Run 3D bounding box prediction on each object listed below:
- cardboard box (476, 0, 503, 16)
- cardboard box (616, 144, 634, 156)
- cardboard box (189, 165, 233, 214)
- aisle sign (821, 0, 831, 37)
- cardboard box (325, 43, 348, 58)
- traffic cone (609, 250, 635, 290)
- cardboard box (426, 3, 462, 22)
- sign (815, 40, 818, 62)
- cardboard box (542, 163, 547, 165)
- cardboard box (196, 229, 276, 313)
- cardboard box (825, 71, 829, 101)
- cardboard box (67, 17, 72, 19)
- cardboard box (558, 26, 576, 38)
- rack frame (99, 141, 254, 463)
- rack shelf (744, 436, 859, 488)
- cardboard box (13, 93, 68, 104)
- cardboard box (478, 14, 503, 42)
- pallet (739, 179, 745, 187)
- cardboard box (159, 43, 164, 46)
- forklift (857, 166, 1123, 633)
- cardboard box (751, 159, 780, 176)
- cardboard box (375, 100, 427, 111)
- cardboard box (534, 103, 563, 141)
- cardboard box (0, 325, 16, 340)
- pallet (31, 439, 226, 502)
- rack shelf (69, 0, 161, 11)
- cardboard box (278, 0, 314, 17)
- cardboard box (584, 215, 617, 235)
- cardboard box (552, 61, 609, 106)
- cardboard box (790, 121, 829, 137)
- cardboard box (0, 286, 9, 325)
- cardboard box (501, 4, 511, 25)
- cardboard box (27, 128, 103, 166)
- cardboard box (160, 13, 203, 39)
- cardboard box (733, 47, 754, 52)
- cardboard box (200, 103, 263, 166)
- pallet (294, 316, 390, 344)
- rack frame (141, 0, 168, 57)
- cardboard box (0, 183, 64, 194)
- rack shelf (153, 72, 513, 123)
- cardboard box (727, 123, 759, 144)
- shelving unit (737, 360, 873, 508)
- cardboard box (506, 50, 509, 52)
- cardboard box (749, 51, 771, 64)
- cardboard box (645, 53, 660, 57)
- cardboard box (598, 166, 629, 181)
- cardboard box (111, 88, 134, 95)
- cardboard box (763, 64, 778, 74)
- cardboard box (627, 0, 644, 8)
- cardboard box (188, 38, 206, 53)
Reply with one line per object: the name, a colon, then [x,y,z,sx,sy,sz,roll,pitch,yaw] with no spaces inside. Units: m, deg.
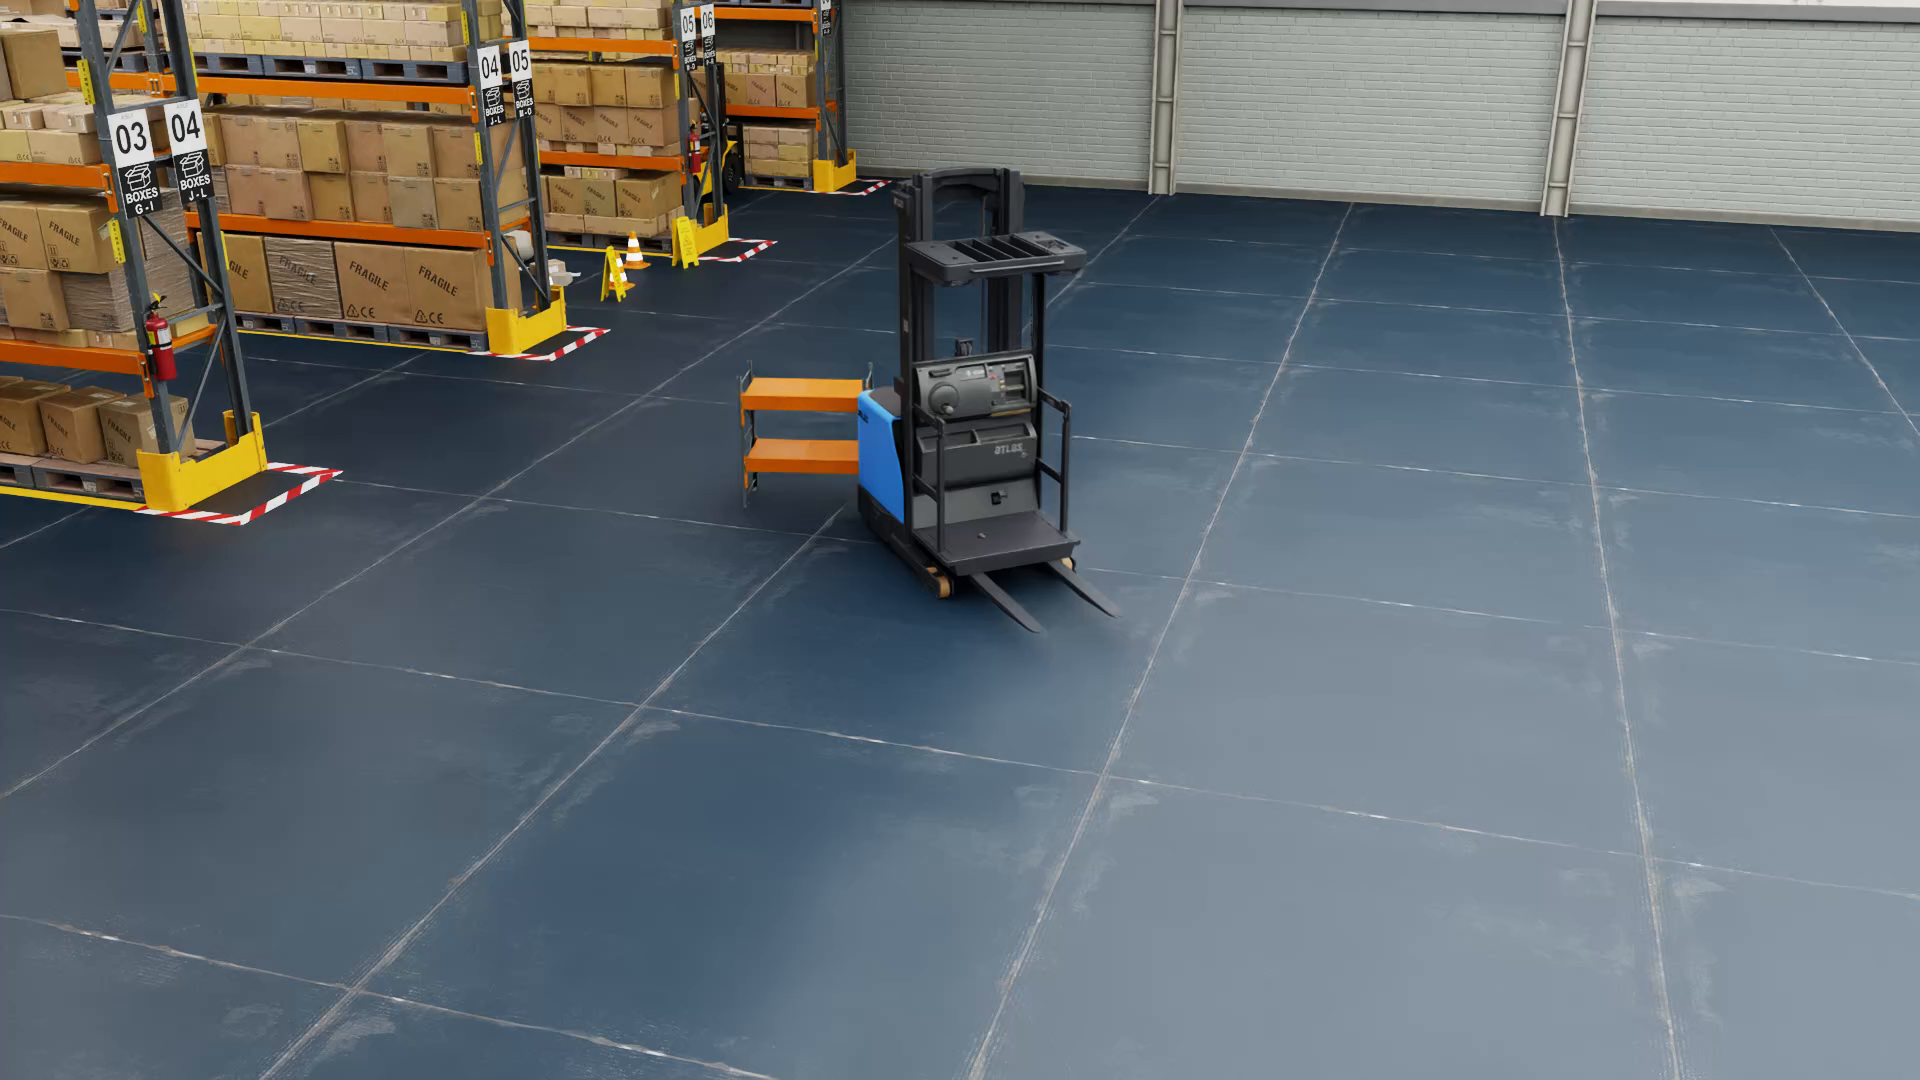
cardboard box: [-5.073,-5.659,17.660,0.250,0.149,0.380,7,23,16]
cardboard box: [-4.446,-5.305,22.487,0.250,0.149,0.380,6,23,15]
cardboard box: [-8.318,-4.097,19.013,0.550,0.550,0.875,7,23,16]
aisle sign: [-2.104,-8.328,26.099,0.004,0.787,0.394,7,23,16]
cardboard box: [-6.478,-5.190,17.569,0.250,0.149,0.380,7,23,16]
traffic cone: [-4.292,-3.399,20.852,0.334,0.463,0.336,7,23,16]
cardboard box: [-5.266,-5.420,17.079,0.250,0.149,0.380,7,23,16]
sign: [-2.252,-7.688,26.128,0.005,0.325,0.100,7,23,16]
cardboard box: [-6.210,-5.120,23.786,0.500,0.500,0.500,7,23,16]
cardboard box: [-8.093,-3.181,19.223,0.875,0.875,0.875,7,23,16]
cardboard box: [-2.476,-7.440,27.229,0.500,0.500,0.500,7,23,17]
cardboard box: [-10.405,-5.912,19.175,0.258,0.266,0.396,7,23,16]
cardboard box: [-5.152,-6.794,22.165,0.250,0.149,0.380,6,23,14]
rack frame: [-6.375,-1.834,13.694,0.127,3.000,1.000,7,23,16]
rack shelf: [-1.262,-0.644,13.908,1.000,0.278,0.538,1,22,4]
cardboard box: [-7.541,-3.582,13.674,0.250,0.149,0.380,6,23,15]
cardboard box: [-5.233,-5.468,17.721,0.500,0.250,0.500,6,23,15]
pallet: [-3.990,-6.152,27.894,1.213,0.211,1.003,7,23,15]
cardboard box: [-14.919,-9.229,30.540,0.500,0.500,0.500,6,23,14]
forklift: [0.212,-1.111,12.020,1.130,2.935,3.031,-9,24,-21]
cardboard box: [-3.096,-6.156,27.299,0.500,0.250,0.500,7,23,15]
cardboard box: [-7.850,-6.219,23.306,0.500,0.500,0.500,6,23,15]
cardboard box: [-5.547,-5.753,22.725,0.500,0.500,0.500,7,23,16]
cardboard box: [-7.909,-1.805,13.955,0.250,0.149,0.380,7,23,16]
pallet: [-7.215,-0.654,14.492,1.213,0.211,1.003,7,23,16]
rack shelf: [-8.290,-4.495,13.227,4.000,0.370,1.077,7,23,16]
cardboard box: [-6.968,-5.615,17.553,0.250,0.149,0.380,6,23,15]
cardboard box: [-4.857,-4.408,23.037,0.500,0.250,0.500,7,23,16]
cardboard box: [-5.065,-6.135,22.337,0.500,0.500,0.700,6,23,15]
cardboard box: [-2.487,-6.745,27.418,0.500,0.250,0.500,6,23,15]
cardboard box: [-7.873,-2.170,13.989,0.500,0.500,0.875,7,23,16]
cardboard box: [-6.027,-7.069,22.309,0.500,0.250,0.500,7,23,16]
cardboard box: [-6.910,-3.113,13.057,0.500,0.250,0.500,7,23,17]
cardboard box: [-8.288,-5.605,18.055,0.500,0.250,0.500,7,23,16]
cardboard box: [-3.554,-8.019,27.393,0.250,0.149,0.380,6,23,14]
cardboard box: [-8.332,-4.580,18.767,0.550,0.550,0.875,7,23,16]
pallet: [-6.798,-2.529,19.062,1.213,0.211,1.003,7,23,15]
rack frame: [-8.675,-6.839,17.991,0.127,3.000,1.000,7,23,16]
cardboard box: [-7.778,-2.752,14.090,0.500,0.500,0.500,7,23,16]
rack shelf: [-6.760,-4.900,18.162,4.000,0.370,1.077,7,23,16]
cardboard box: [-3.589,-6.666,27.226,0.500,0.250,0.500,7,23,16]
shelving unit: [-1.262,-0.871,13.815,1.048,1.125,0.538,1,22,4]
cardboard box: [-7.632,-8.324,28.529,0.250,0.149,0.380,7,23,16]
cardboard box: [-3.206,-7.774,26.797,0.250,0.149,0.380,7,23,16]
cardboard box: [-4.952,-7.932,27.182,0.250,0.149,0.380,7,23,17]
cardboard box: [-4.725,-5.013,22.671,0.250,0.149,0.380,7,23,17]
cardboard box: [-12.235,-6.836,24.438,0.500,0.500,0.500,7,23,16]
cardboard box: [-2.979,-7.589,26.738,0.250,0.149,0.380,7,23,17]
cardboard box: [-4.157,-7.047,21.731,0.250,0.149,0.380,7,23,16]
cardboard box: [-8.176,-5.385,18.044,0.250,0.149,0.380,7,23,16]
